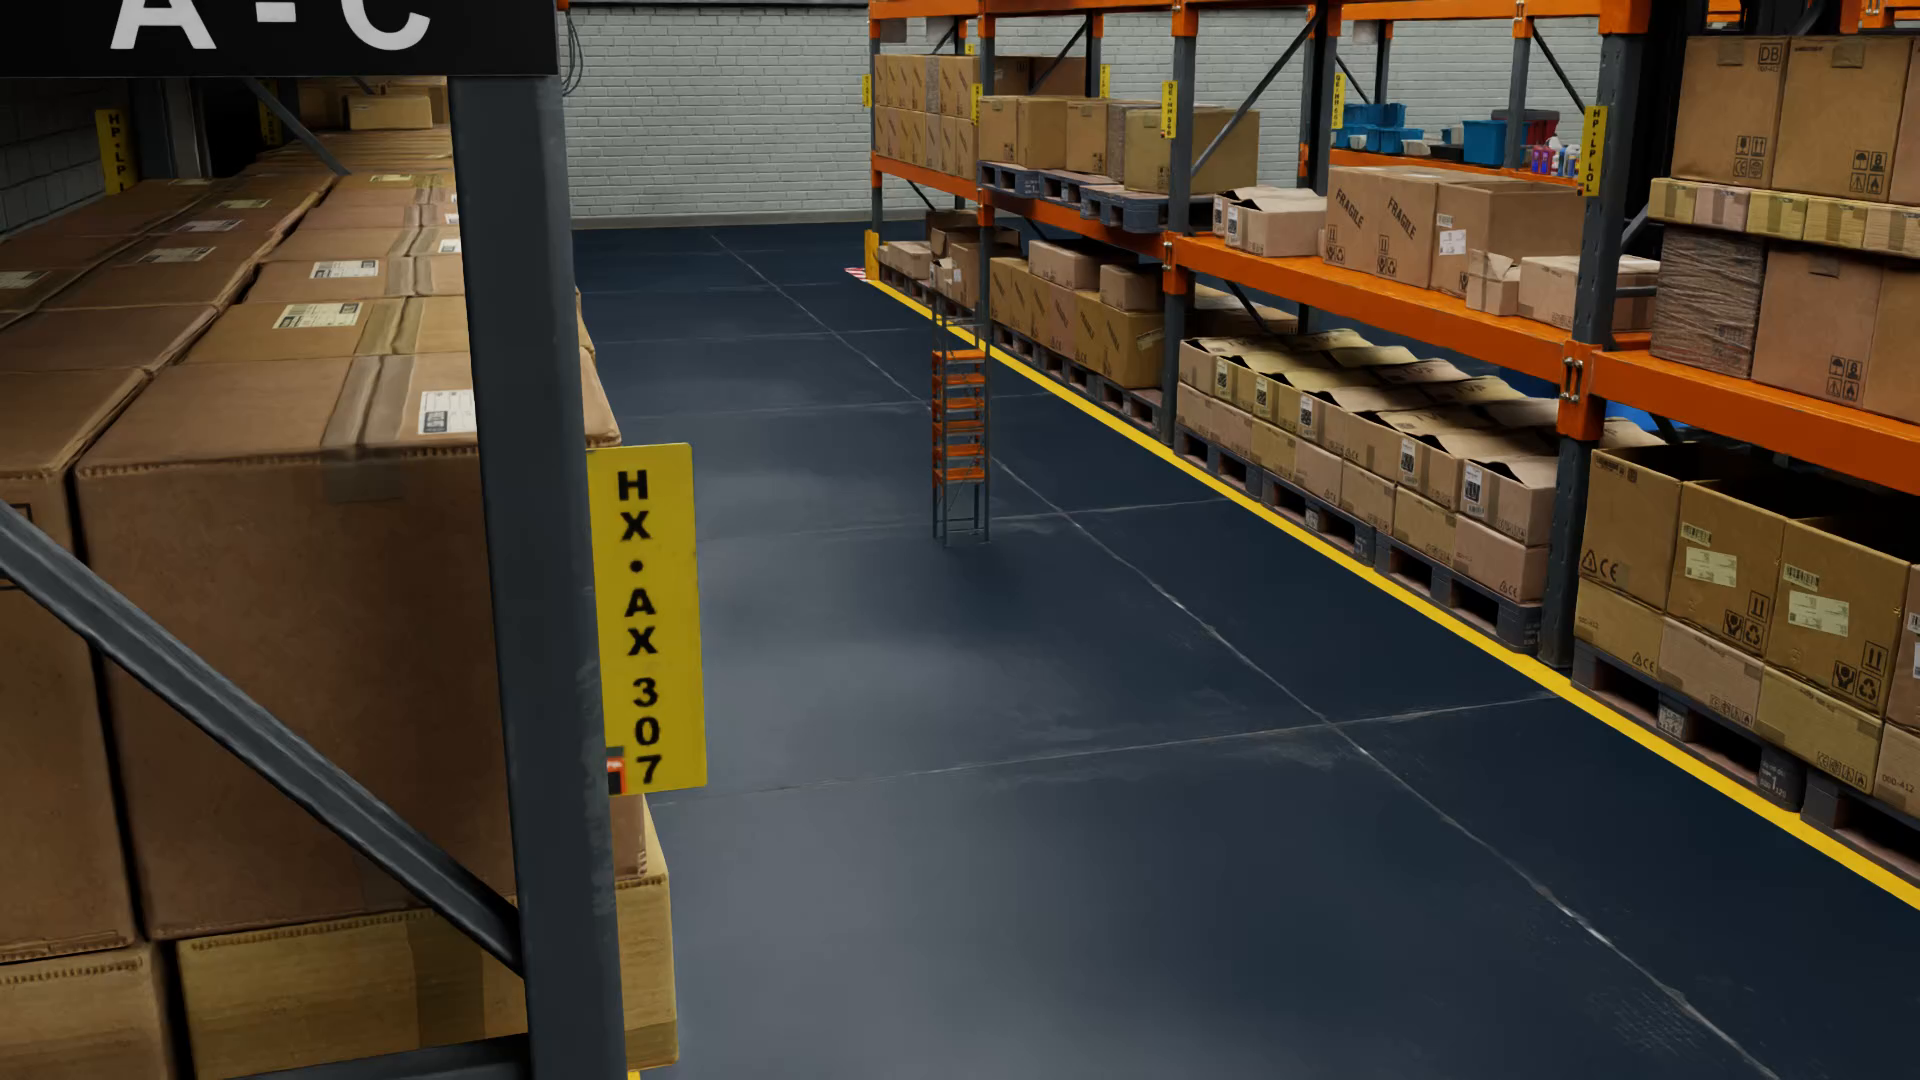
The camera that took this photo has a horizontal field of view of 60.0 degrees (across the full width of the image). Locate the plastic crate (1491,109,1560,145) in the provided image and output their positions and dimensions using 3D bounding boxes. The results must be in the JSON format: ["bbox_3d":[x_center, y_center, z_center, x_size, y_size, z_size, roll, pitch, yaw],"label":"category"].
[{"bbox_3d":[5.419,-3.896,15.993,0.402,0.464,0.583,-5,17,-15],"label":"plastic crate"}]

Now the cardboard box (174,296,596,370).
[{"bbox_3d":[-0.773,-0.058,2.352,0.500,0.500,0.500,-5,17,-15],"label":"cardboard box"}]

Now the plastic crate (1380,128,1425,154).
[{"bbox_3d":[4.520,-4.083,17.018,0.416,0.233,0.300,-5,17,-15],"label":"plastic crate"}]

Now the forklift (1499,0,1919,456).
[{"bbox_3d":[4.839,-1.998,10.008,3.031,2.935,1.130,-7,18,-22],"label":"forklift"}]

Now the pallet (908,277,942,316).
[{"bbox_3d":[0.133,-2.372,15.981,1.003,0.211,1.213,-5,17,-15],"label":"pallet"}]

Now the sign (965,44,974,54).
[{"bbox_3d":[0.100,-5.030,17.421,0.100,0.325,0.005,-5,17,-15],"label":"sign"}]

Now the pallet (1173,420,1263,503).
[{"bbox_3d":[1.948,-0.507,9.772,1.003,0.211,1.213,-5,17,-15],"label":"pallet"}]

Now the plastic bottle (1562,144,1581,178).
[{"bbox_3d":[5.285,-3.251,14.277,0.152,0.276,0.135,-5,17,-15],"label":"plastic bottle"}]

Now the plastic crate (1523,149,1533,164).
[{"bbox_3d":[5.433,-3.612,15.618,0.396,0.136,0.243,-5,17,-15],"label":"plastic crate"}]

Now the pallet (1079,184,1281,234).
[{"bbox_3d":[1.505,-2.163,10.772,1.213,0.211,1.003,-5,17,-15],"label":"pallet"}]

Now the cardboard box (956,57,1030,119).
[{"bbox_3d":[0.272,-3.825,14.061,0.500,0.500,0.500,-5,17,-15],"label":"cardboard box"}]

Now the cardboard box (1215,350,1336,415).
[{"bbox_3d":[1.773,-0.913,9.352,0.500,0.311,0.500,-5,17,-17],"label":"cardboard box"}]

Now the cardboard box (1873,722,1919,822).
[{"bbox_3d":[3.103,0.717,4.901,0.500,0.250,0.500,-5,17,-15],"label":"cardboard box"}]

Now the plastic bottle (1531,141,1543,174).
[{"bbox_3d":[5.114,-3.379,14.689,0.061,0.283,0.133,-5,17,-15],"label":"plastic bottle"}]

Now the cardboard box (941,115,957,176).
[{"bbox_3d":[0.133,-3.488,14.675,0.500,0.500,0.500,-4,17,-14],"label":"cardboard box"}]

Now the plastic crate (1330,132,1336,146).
[{"bbox_3d":[4.084,-4.389,18.204,0.250,0.136,0.298,-5,17,-15],"label":"plastic crate"}]

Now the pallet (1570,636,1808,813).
[{"bbox_3d":[3.037,0.592,6.113,1.003,0.211,1.213,-5,17,-15],"label":"pallet"}]

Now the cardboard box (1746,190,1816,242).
[{"bbox_3d":[2.888,-1.095,5.581,0.380,0.149,0.250,-5,17,-17],"label":"cardboard box"}]

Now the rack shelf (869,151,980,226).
[{"bbox_3d":[0.110,-3.388,15.767,1.077,0.370,4.000,-5,17,-15],"label":"rack shelf"}]

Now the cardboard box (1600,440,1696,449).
[{"bbox_3d":[2.984,-0.253,7.156,0.500,0.311,0.500,-5,17,-15],"label":"cardboard box"}]

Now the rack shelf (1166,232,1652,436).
[{"bbox_3d":[2.309,-1.175,8.400,1.077,0.370,4.000,-5,17,-15],"label":"rack shelf"}]

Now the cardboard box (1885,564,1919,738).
[{"bbox_3d":[3.099,0.358,4.792,0.500,0.500,0.500,-5,17,-15],"label":"cardboard box"}]

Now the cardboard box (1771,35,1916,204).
[{"bbox_3d":[3.127,-1.374,5.382,0.700,0.500,0.500,-5,17,-15],"label":"cardboard box"}]

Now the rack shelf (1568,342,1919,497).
[{"bbox_3d":[3.408,-0.069,4.717,1.077,0.370,4.000,-5,17,-15],"label":"rack shelf"}]

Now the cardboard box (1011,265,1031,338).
[{"bbox_3d":[0.716,-1.893,13.121,0.500,0.500,0.500,-4,17,-14],"label":"cardboard box"}]

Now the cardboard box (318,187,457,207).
[{"bbox_3d":[-1.333,-0.627,4.247,0.500,0.500,0.500,-5,17,-16],"label":"cardboard box"}]

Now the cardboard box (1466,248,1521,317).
[{"bbox_3d":[2.440,-1.131,7.236,0.396,0.266,0.258,-5,17,-17],"label":"cardboard box"}]

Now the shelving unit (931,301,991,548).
[{"bbox_3d":[0.004,-0.571,8.266,0.258,1.200,0.189,-5,17,-15],"label":"shelving unit"}]

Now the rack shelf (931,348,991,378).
[{"bbox_3d":[0.004,-0.873,8.175,0.258,0.103,0.180,-5,17,-15],"label":"rack shelf"}]

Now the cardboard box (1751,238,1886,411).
[{"bbox_3d":[3.138,-0.747,5.550,0.700,0.500,0.500,-5,17,-16],"label":"cardboard box"}]

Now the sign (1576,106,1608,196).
[{"bbox_3d":[2.339,-1.437,6.148,0.100,0.325,0.005,-5,17,-15],"label":"sign"}]

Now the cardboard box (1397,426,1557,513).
[{"bbox_3d":[2.323,-0.352,7.485,0.500,0.311,0.500,-4,17,-14],"label":"cardboard box"}]

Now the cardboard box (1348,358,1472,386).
[{"bbox_3d":[2.425,-0.817,9.033,0.500,0.311,0.500,-5,17,-16],"label":"cardboard box"}]

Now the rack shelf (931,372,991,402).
[{"bbox_3d":[0.004,-0.758,8.210,0.258,0.103,0.180,-5,17,-15],"label":"rack shelf"}]

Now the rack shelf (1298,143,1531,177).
[{"bbox_3d":[4.874,-3.779,17.068,1.077,0.370,4.000,-5,17,-15],"label":"rack shelf"}]

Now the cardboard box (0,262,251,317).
[{"bbox_3d":[-1.413,-0.160,2.695,0.500,0.500,0.500,-5,17,-17],"label":"cardboard box"}]

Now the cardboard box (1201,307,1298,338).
[{"bbox_3d":[1.909,-1.235,10.929,0.500,0.500,0.500,-4,17,-13],"label":"cardboard box"}]

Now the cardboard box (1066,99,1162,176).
[{"bbox_3d":[1.205,-2.944,12.137,0.700,0.500,0.500,-10,19,-29],"label":"cardboard box"}]

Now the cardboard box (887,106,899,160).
[{"bbox_3d":[-0.424,-4.048,16.539,0.500,0.500,0.500,-5,17,-16],"label":"cardboard box"}]

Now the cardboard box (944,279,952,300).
[{"bbox_3d":[0.070,-2.259,14.948,0.380,0.149,0.250,-5,17,-15],"label":"cardboard box"}]

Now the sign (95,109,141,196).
[{"bbox_3d":[-2.436,-1.083,4.832,0.100,0.325,0.005,-5,17,-15],"label":"sign"}]

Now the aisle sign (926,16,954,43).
[{"bbox_3d":[-0.164,-5.574,17.275,0.394,0.787,0.004,-5,17,-15],"label":"aisle sign"}]

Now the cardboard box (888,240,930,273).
[{"bbox_3d":[-0.425,-2.868,16.802,0.500,0.250,0.500,-5,17,-15],"label":"cardboard box"}]

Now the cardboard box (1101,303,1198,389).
[{"bbox_3d":[1.276,-1.327,11.234,0.500,0.500,0.500,-4,17,-13],"label":"cardboard box"}]

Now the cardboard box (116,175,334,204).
[{"bbox_3d":[-1.975,-0.724,4.571,0.500,0.500,0.500,-5,17,-17],"label":"cardboard box"}]

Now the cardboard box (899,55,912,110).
[{"bbox_3d":[-0.287,-4.386,15.928,0.500,0.500,0.500,-4,17,-14],"label":"cardboard box"}]

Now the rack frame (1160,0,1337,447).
[{"bbox_3d":[1.759,-2.073,10.139,1.000,3.000,0.127,-5,17,-15],"label":"rack frame"}]

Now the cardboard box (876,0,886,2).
[{"bbox_3d":[-0.543,-5.488,16.556,0.500,0.250,0.500,-5,17,-15],"label":"cardboard box"}]

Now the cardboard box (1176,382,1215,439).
[{"bbox_3d":[1.621,-0.789,9.914,0.500,0.250,0.500,-5,17,-15],"label":"cardboard box"}]

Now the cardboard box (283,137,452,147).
[{"bbox_3d":[-2.500,-1.467,7.182,0.700,0.500,0.500,-5,17,-15],"label":"cardboard box"}]

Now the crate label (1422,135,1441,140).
[{"bbox_3d":[4.888,-4.211,17.611,0.396,0.136,0.243,-5,17,-15],"label":"crate label"}]

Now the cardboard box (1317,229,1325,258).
[{"bbox_3d":[2.164,-1.604,9.015,0.380,0.149,0.250,-3,17,-11],"label":"cardboard box"}]

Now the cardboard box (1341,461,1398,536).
[{"bbox_3d":[2.188,-0.224,8.033,0.500,0.250,0.500,-4,17,-14],"label":"cardboard box"}]

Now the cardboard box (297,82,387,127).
[{"bbox_3d":[-3.377,-2.344,9.013,0.500,0.250,0.500,-4,17,-14],"label":"cardboard box"}]

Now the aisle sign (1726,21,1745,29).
[{"bbox_3d":[9.355,-6.357,19.881,0.394,0.787,0.004,-5,17,-15],"label":"aisle sign"}]

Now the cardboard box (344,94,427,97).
[{"bbox_3d":[-2.879,-2.156,8.351,0.380,0.149,0.250,-7,18,-22],"label":"cardboard box"}]

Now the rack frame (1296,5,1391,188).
[{"bbox_3d":[4.324,-4.676,18.806,1.000,3.000,0.127,-5,17,-15],"label":"rack frame"}]
